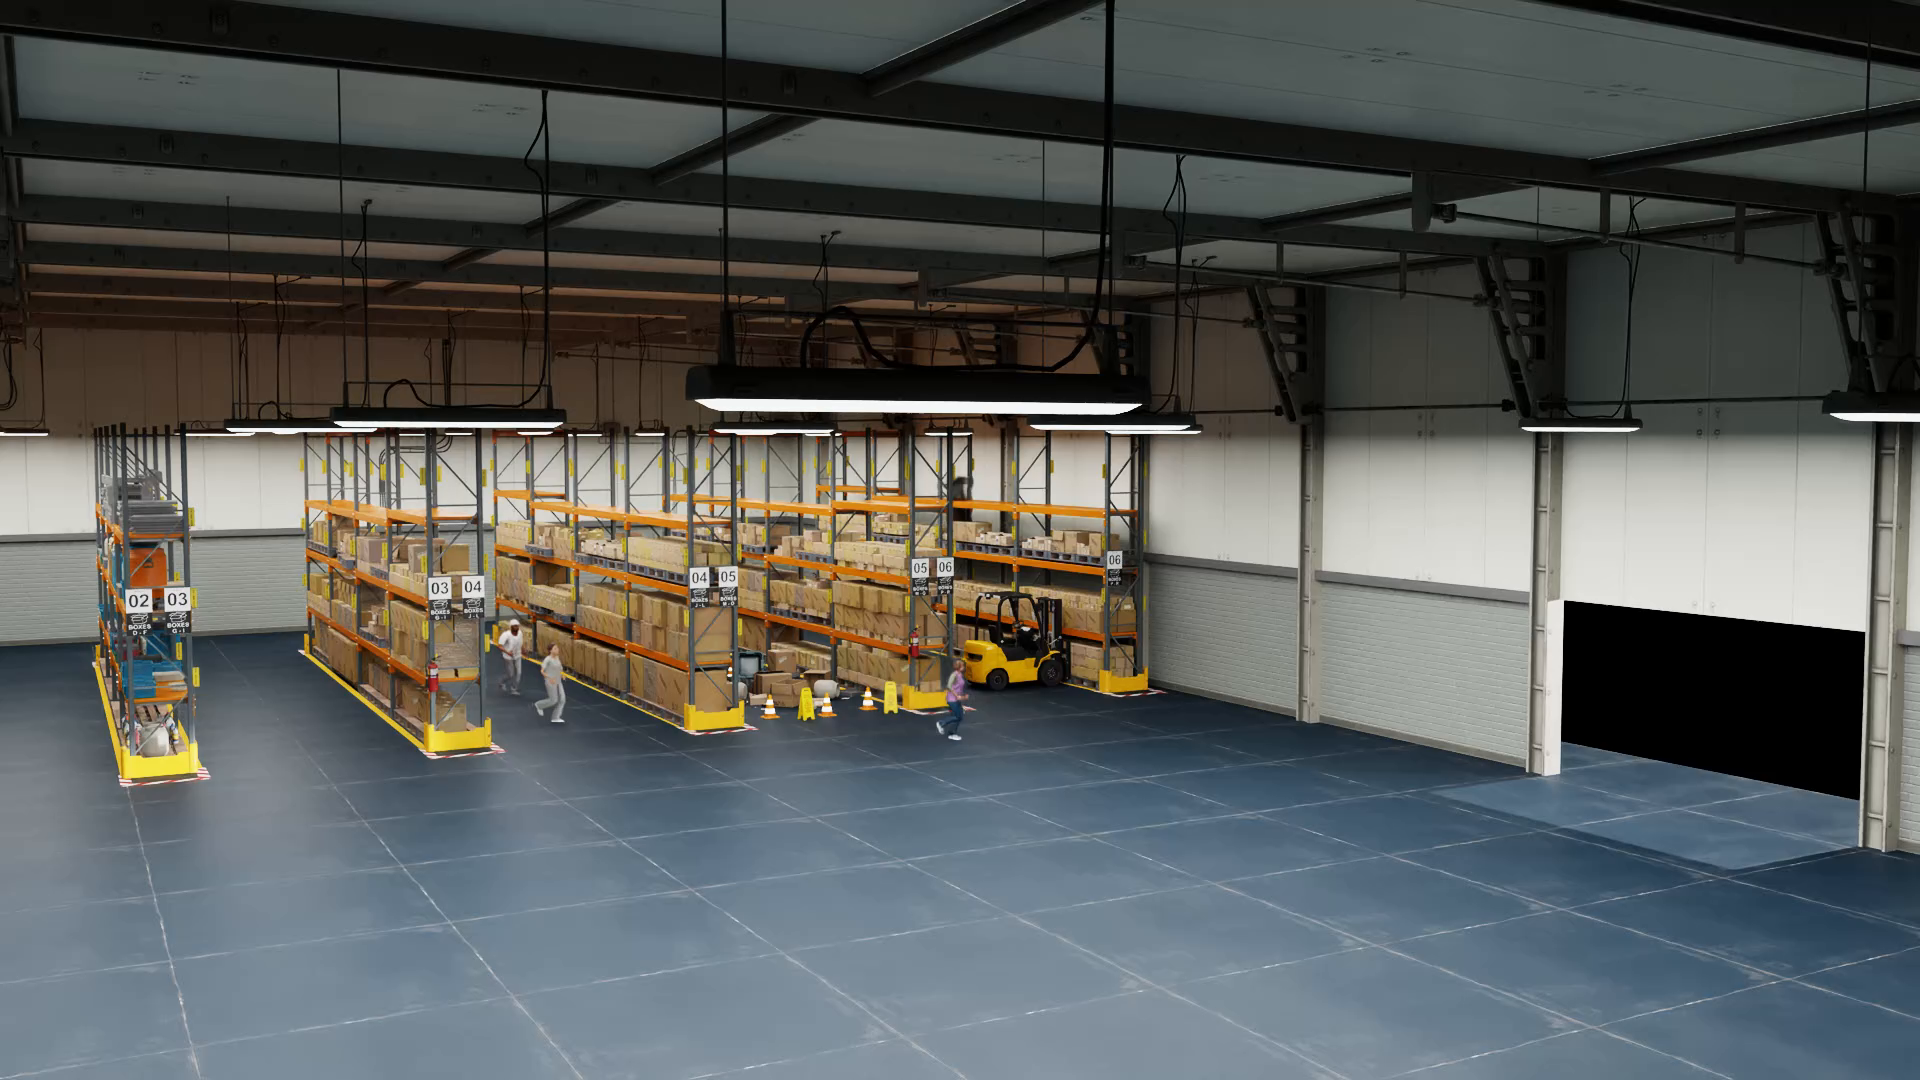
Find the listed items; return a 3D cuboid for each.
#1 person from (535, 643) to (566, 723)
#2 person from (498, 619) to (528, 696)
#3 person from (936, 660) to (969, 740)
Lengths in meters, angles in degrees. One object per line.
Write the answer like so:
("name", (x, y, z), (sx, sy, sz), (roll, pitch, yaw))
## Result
("person", (-8.270, 2.883, 33.595), (0.695, 1.622, 0.573), (2, 4, 27))
("person", (-10.072, 2.622, 37.255), (0.766, 1.713, 0.697), (3, 5, 44))
("person", (-0.162, 3.046, 31.694), (0.582, 1.534, 0.540), (1, 4, 18))
